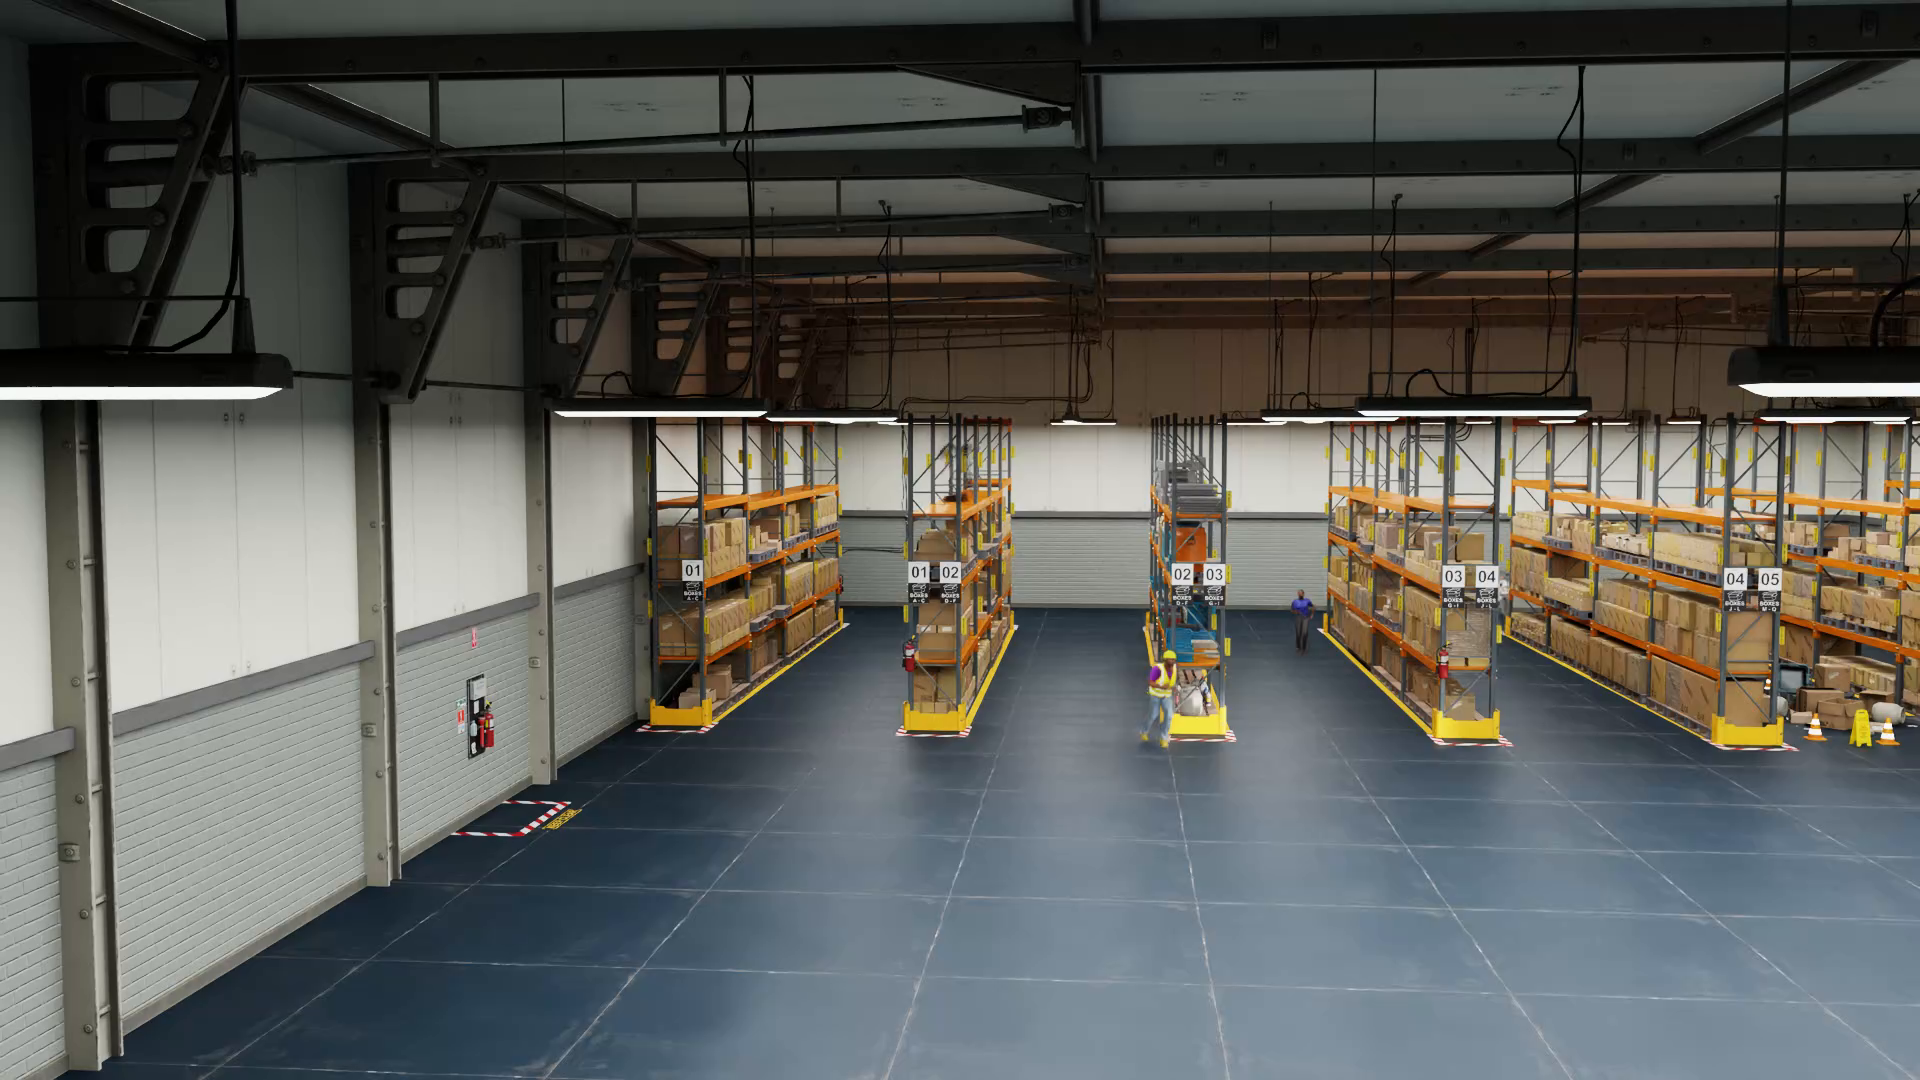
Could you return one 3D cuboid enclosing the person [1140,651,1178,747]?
[{"bbox_3d":[3.653,2.878,30.075,0.758,1.807,0.851,-2,4,-30],"label":"person"}]

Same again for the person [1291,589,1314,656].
[{"bbox_3d":[8.668,2.092,42.127,0.582,1.682,0.765,1,4,12],"label":"person"}]

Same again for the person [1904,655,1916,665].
[{"bbox_3d":[21.590,2.314,37.667,0.661,1.735,0.642,0,4,0],"label":"person"}]

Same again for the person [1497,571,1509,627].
[{"bbox_3d":[15.437,1.730,47.252,0.710,1.738,0.598,-1,4,-16],"label":"person"}]
